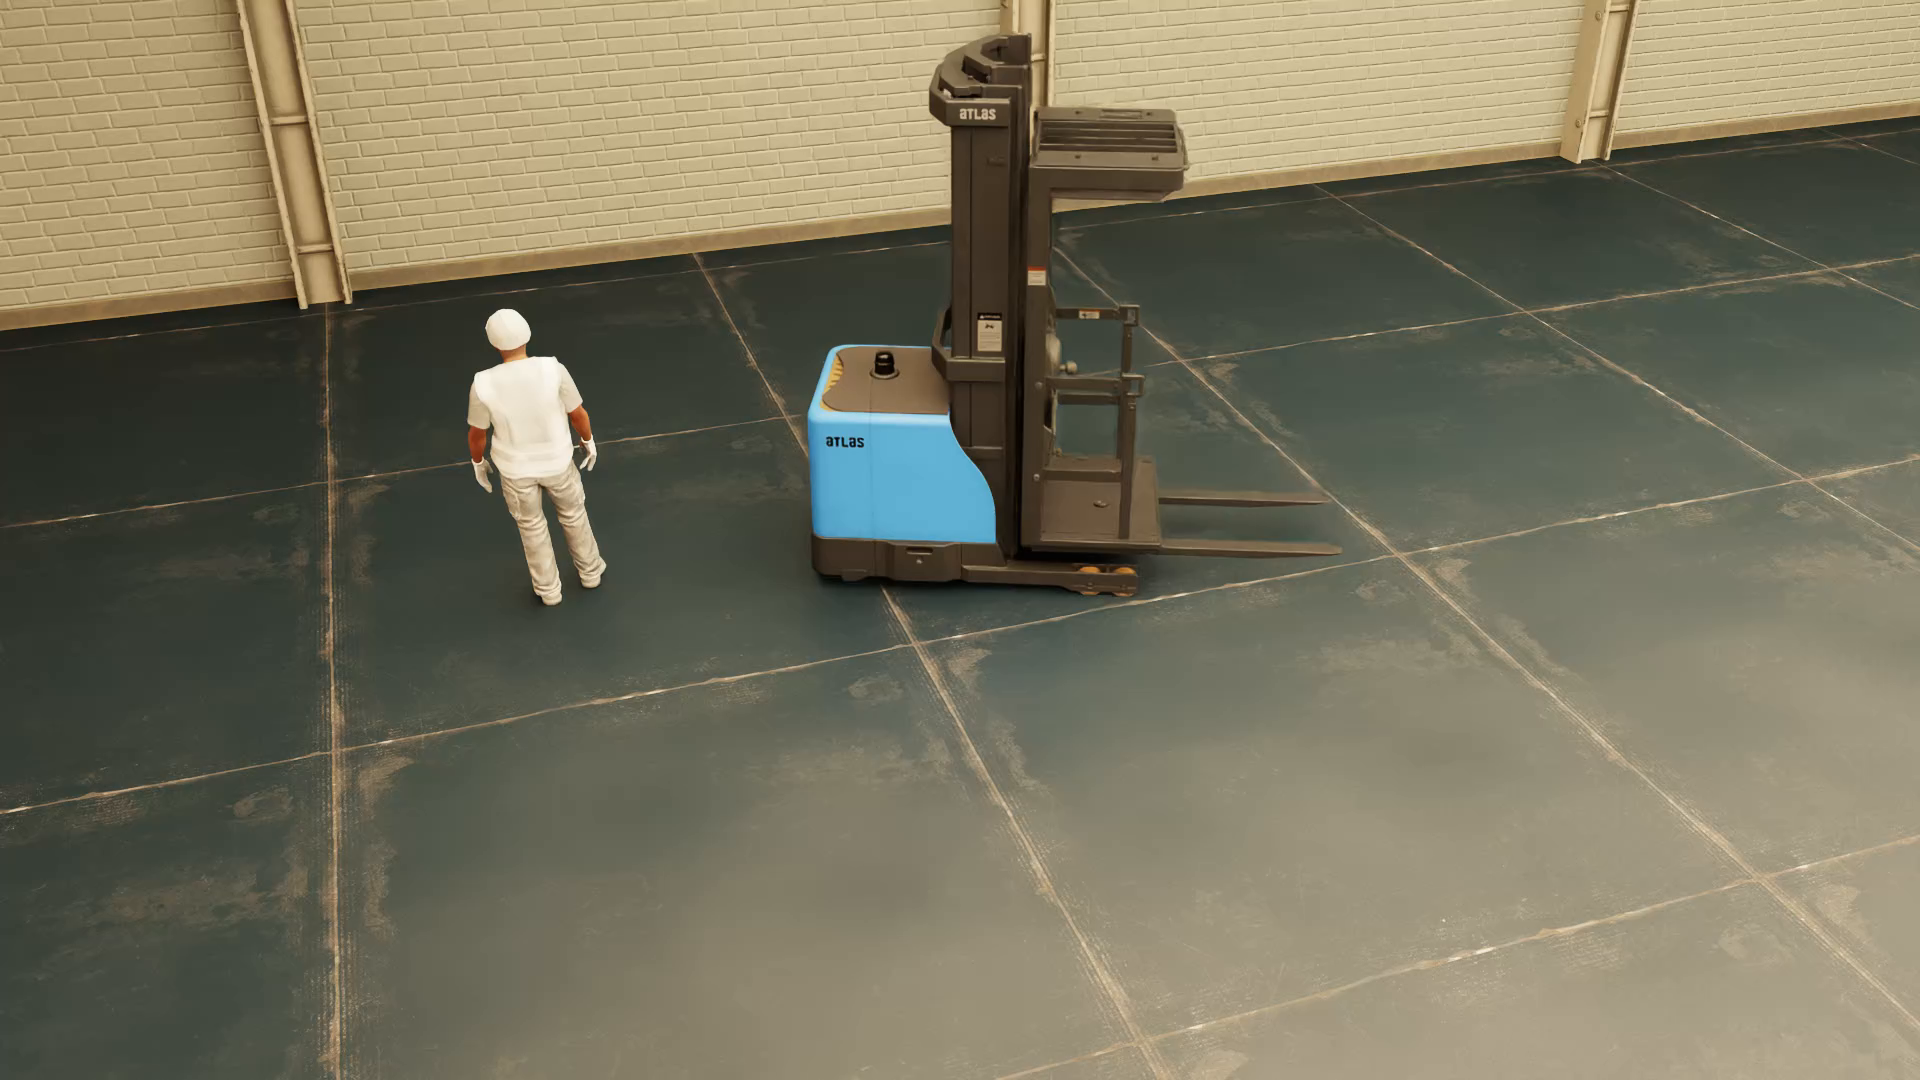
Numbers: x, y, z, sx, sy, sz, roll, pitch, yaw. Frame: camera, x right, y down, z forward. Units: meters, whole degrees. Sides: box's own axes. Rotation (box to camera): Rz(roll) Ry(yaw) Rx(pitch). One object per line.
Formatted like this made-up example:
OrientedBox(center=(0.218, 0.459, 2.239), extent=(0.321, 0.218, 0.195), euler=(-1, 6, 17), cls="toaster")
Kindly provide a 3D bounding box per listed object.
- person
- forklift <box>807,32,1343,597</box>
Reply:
OrientedBox(center=(-2.315, -0.470, 9.041), extent=(0.656, 1.781, 0.579), euler=(-9, 31, -15), cls="person")
OrientedBox(center=(0.687, -1.221, 9.210), extent=(3.031, 2.935, 1.130), euler=(2, 30, 3), cls="forklift")
